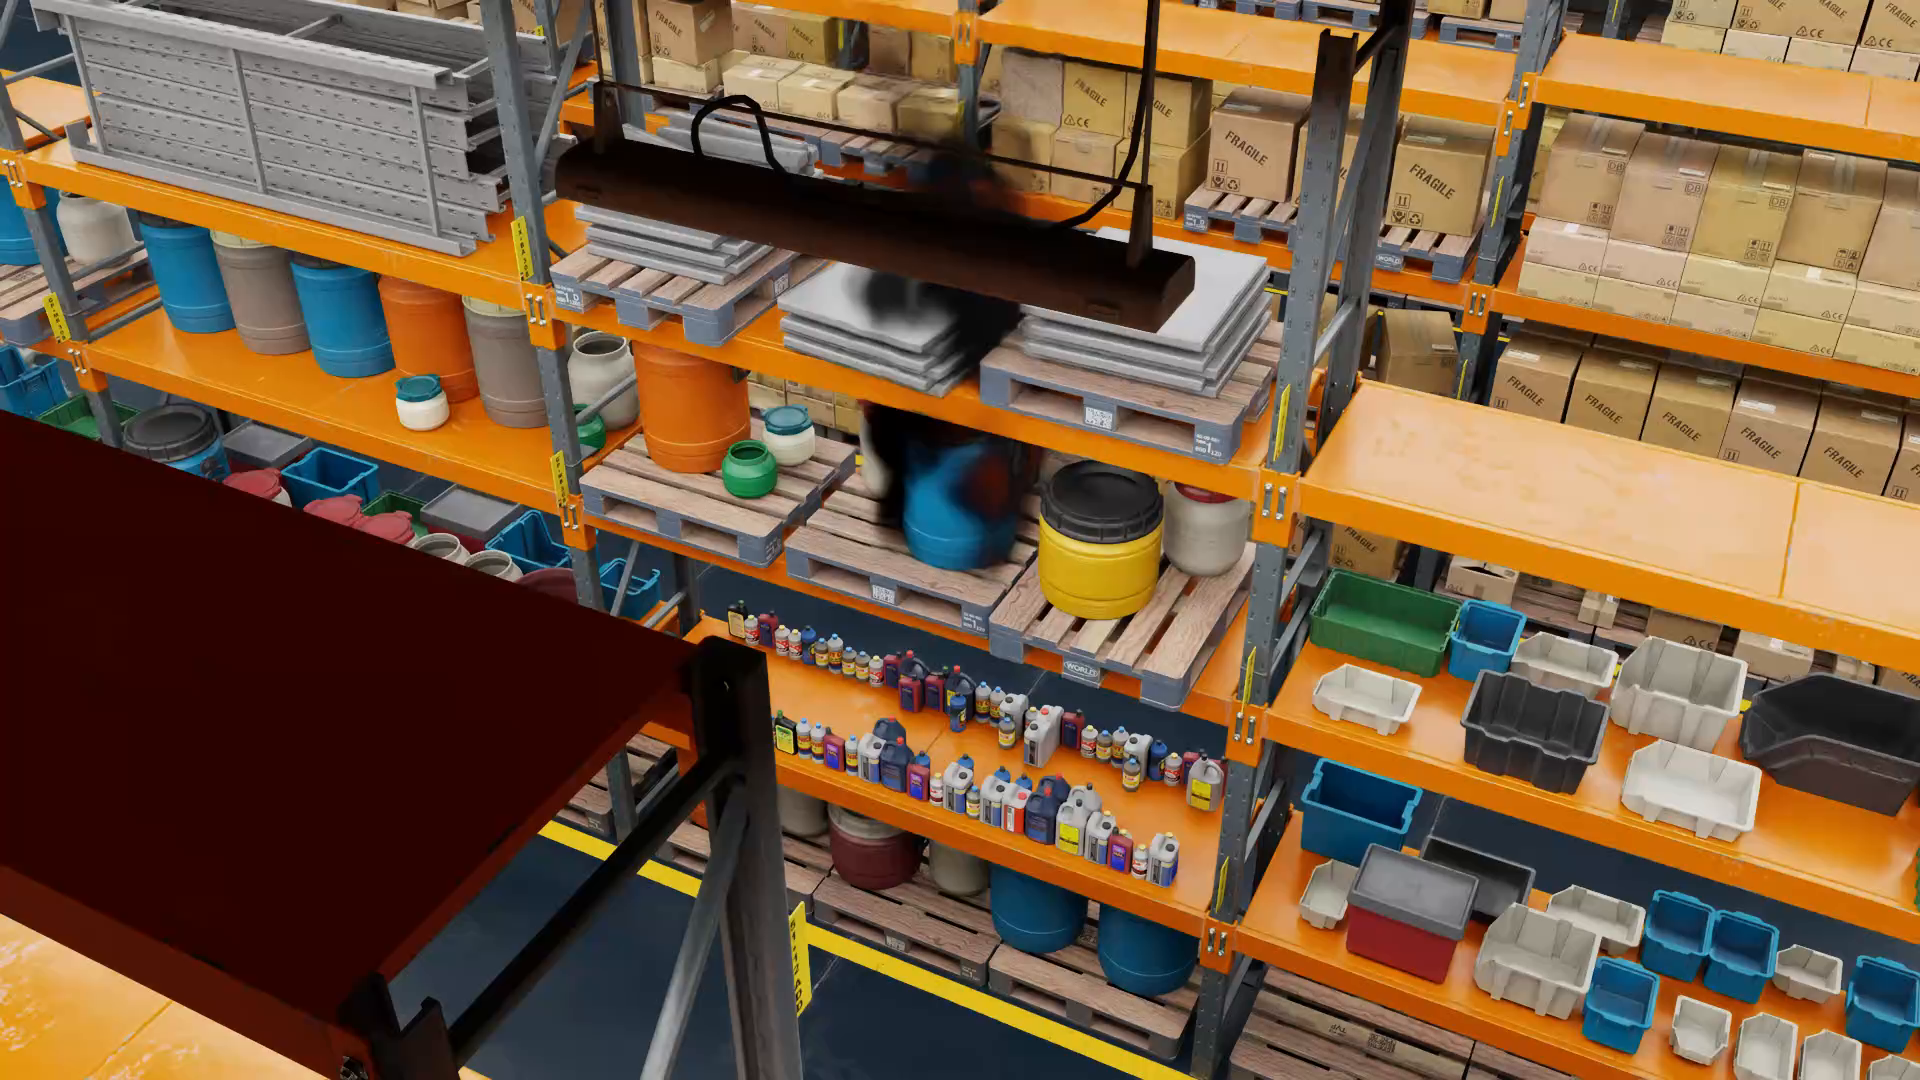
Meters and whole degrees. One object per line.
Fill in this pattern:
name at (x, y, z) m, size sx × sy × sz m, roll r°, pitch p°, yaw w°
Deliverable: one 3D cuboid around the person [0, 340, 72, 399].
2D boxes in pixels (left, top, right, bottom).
person at (-8.479, -1.746, 14.886) m, size 0.565 × 1.734 × 0.681 m, roll 11°, pitch 37°, yaw 16°
